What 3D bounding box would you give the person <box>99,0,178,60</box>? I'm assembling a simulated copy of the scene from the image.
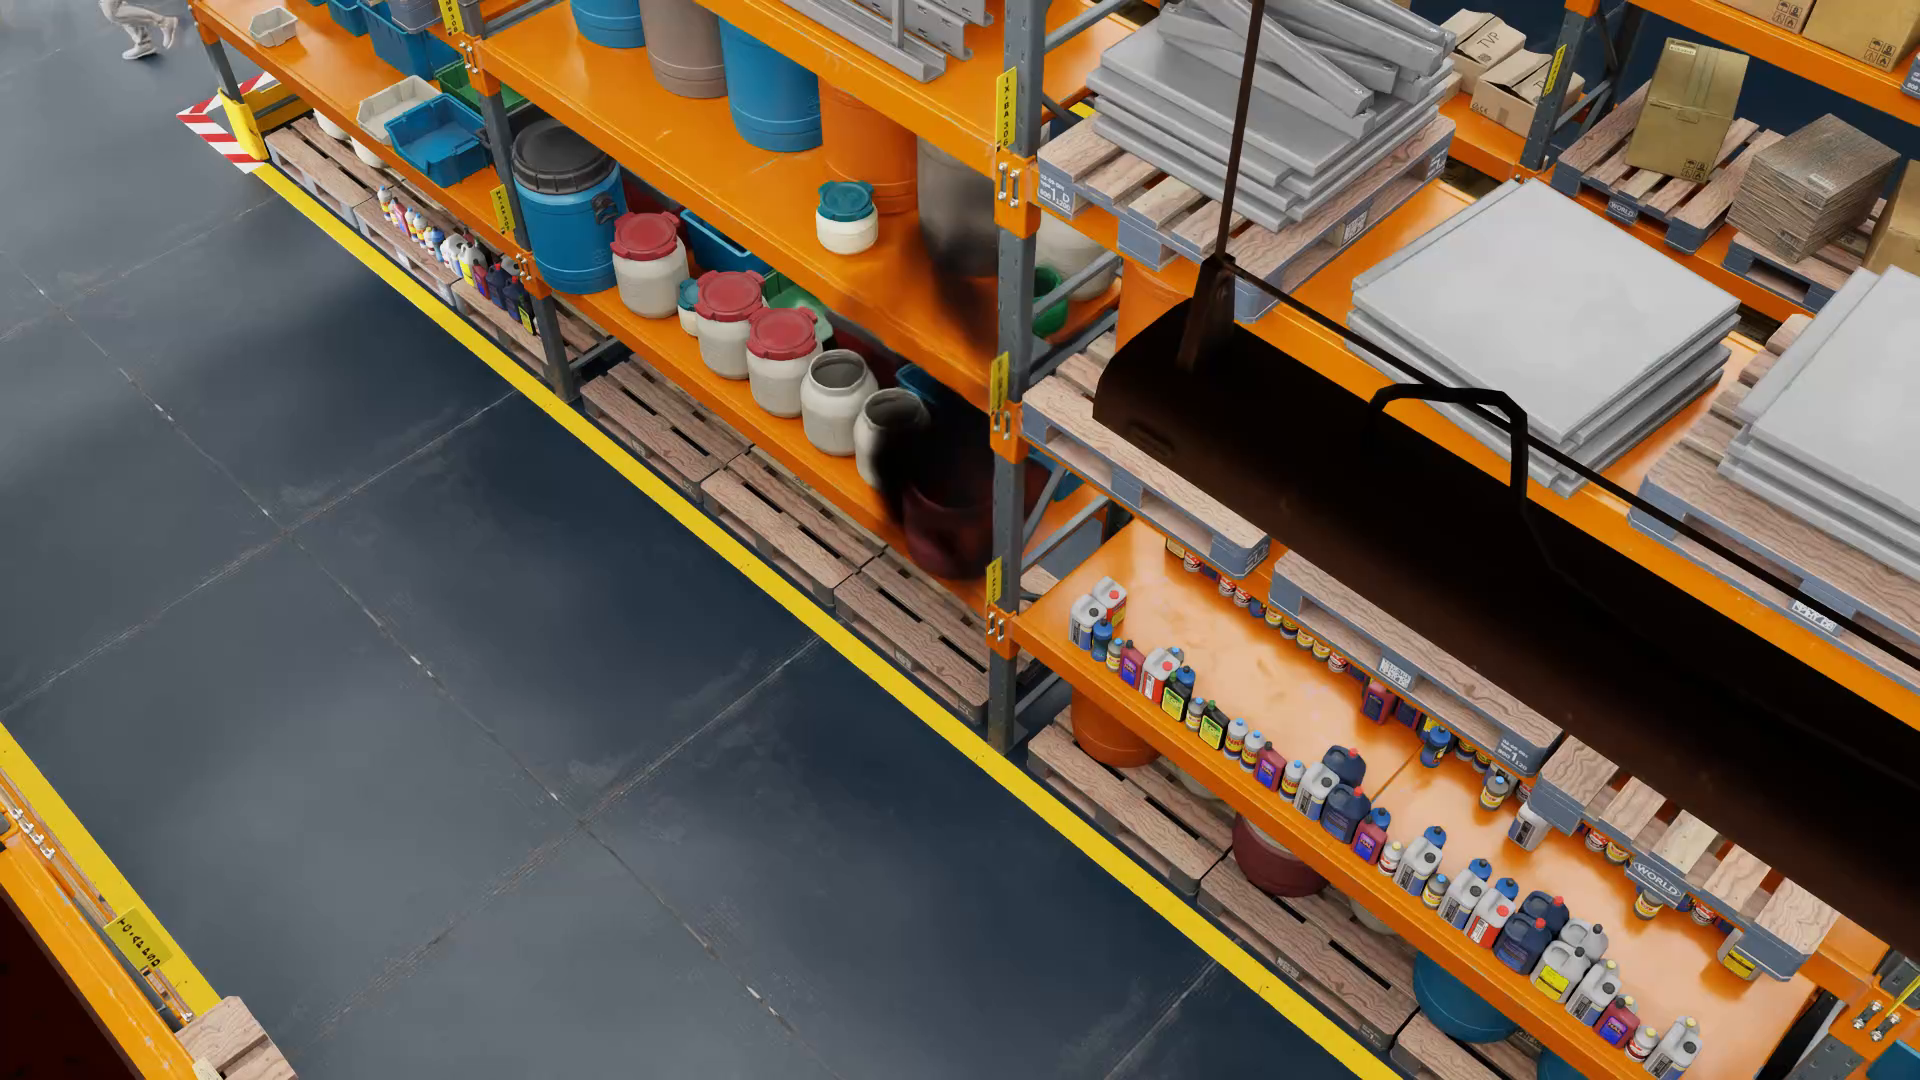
[{"bbox_3d":[-6.682,-4.578,13.165,0.536,1.679,0.650,-13,51,-11],"label":"person"}]
